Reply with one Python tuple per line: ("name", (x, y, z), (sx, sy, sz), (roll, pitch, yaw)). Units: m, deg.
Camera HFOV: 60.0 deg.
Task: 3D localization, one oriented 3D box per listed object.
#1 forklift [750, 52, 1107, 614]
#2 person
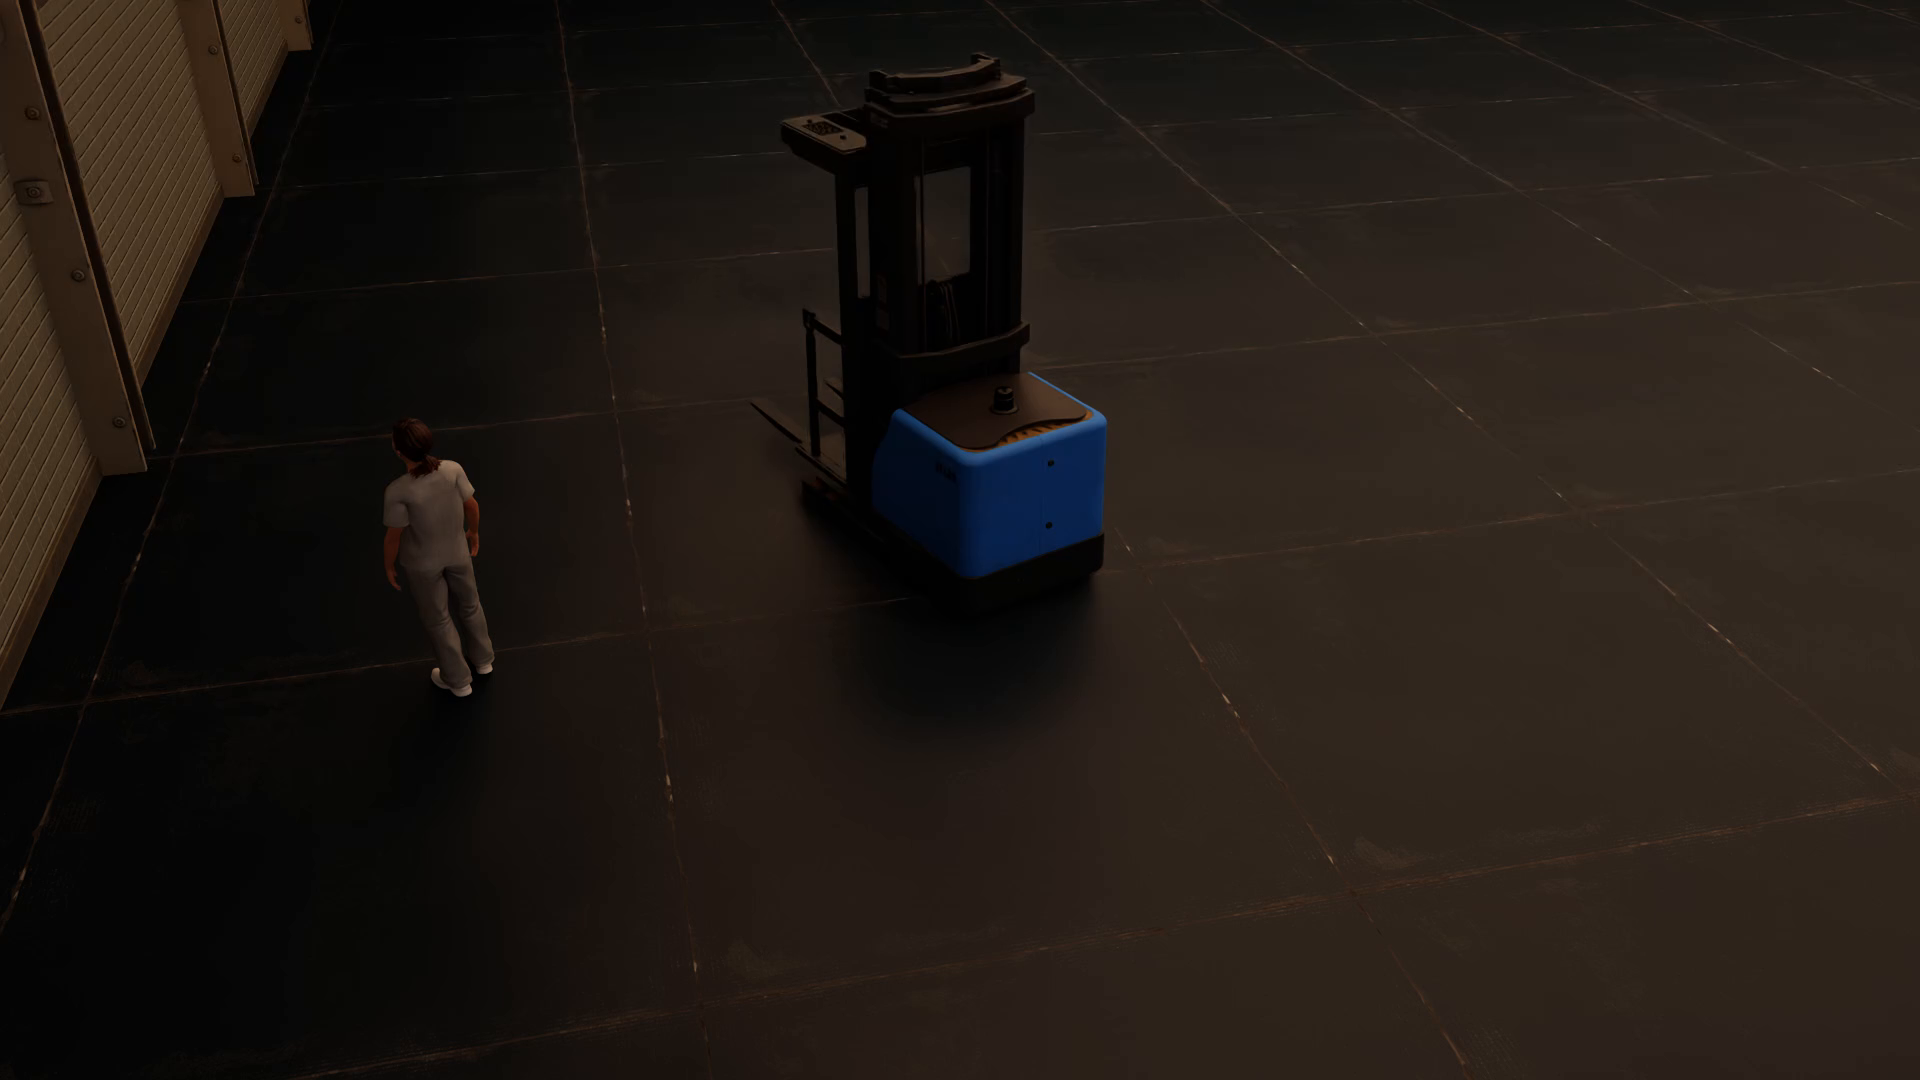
("forklift", (-0.371, -1.533, 10.222), (1.130, 2.935, 3.031), (-19, 35, -29))
("person", (-2.760, 0.072, 8.689), (0.548, 1.673, 0.550), (-24, 38, -35))
